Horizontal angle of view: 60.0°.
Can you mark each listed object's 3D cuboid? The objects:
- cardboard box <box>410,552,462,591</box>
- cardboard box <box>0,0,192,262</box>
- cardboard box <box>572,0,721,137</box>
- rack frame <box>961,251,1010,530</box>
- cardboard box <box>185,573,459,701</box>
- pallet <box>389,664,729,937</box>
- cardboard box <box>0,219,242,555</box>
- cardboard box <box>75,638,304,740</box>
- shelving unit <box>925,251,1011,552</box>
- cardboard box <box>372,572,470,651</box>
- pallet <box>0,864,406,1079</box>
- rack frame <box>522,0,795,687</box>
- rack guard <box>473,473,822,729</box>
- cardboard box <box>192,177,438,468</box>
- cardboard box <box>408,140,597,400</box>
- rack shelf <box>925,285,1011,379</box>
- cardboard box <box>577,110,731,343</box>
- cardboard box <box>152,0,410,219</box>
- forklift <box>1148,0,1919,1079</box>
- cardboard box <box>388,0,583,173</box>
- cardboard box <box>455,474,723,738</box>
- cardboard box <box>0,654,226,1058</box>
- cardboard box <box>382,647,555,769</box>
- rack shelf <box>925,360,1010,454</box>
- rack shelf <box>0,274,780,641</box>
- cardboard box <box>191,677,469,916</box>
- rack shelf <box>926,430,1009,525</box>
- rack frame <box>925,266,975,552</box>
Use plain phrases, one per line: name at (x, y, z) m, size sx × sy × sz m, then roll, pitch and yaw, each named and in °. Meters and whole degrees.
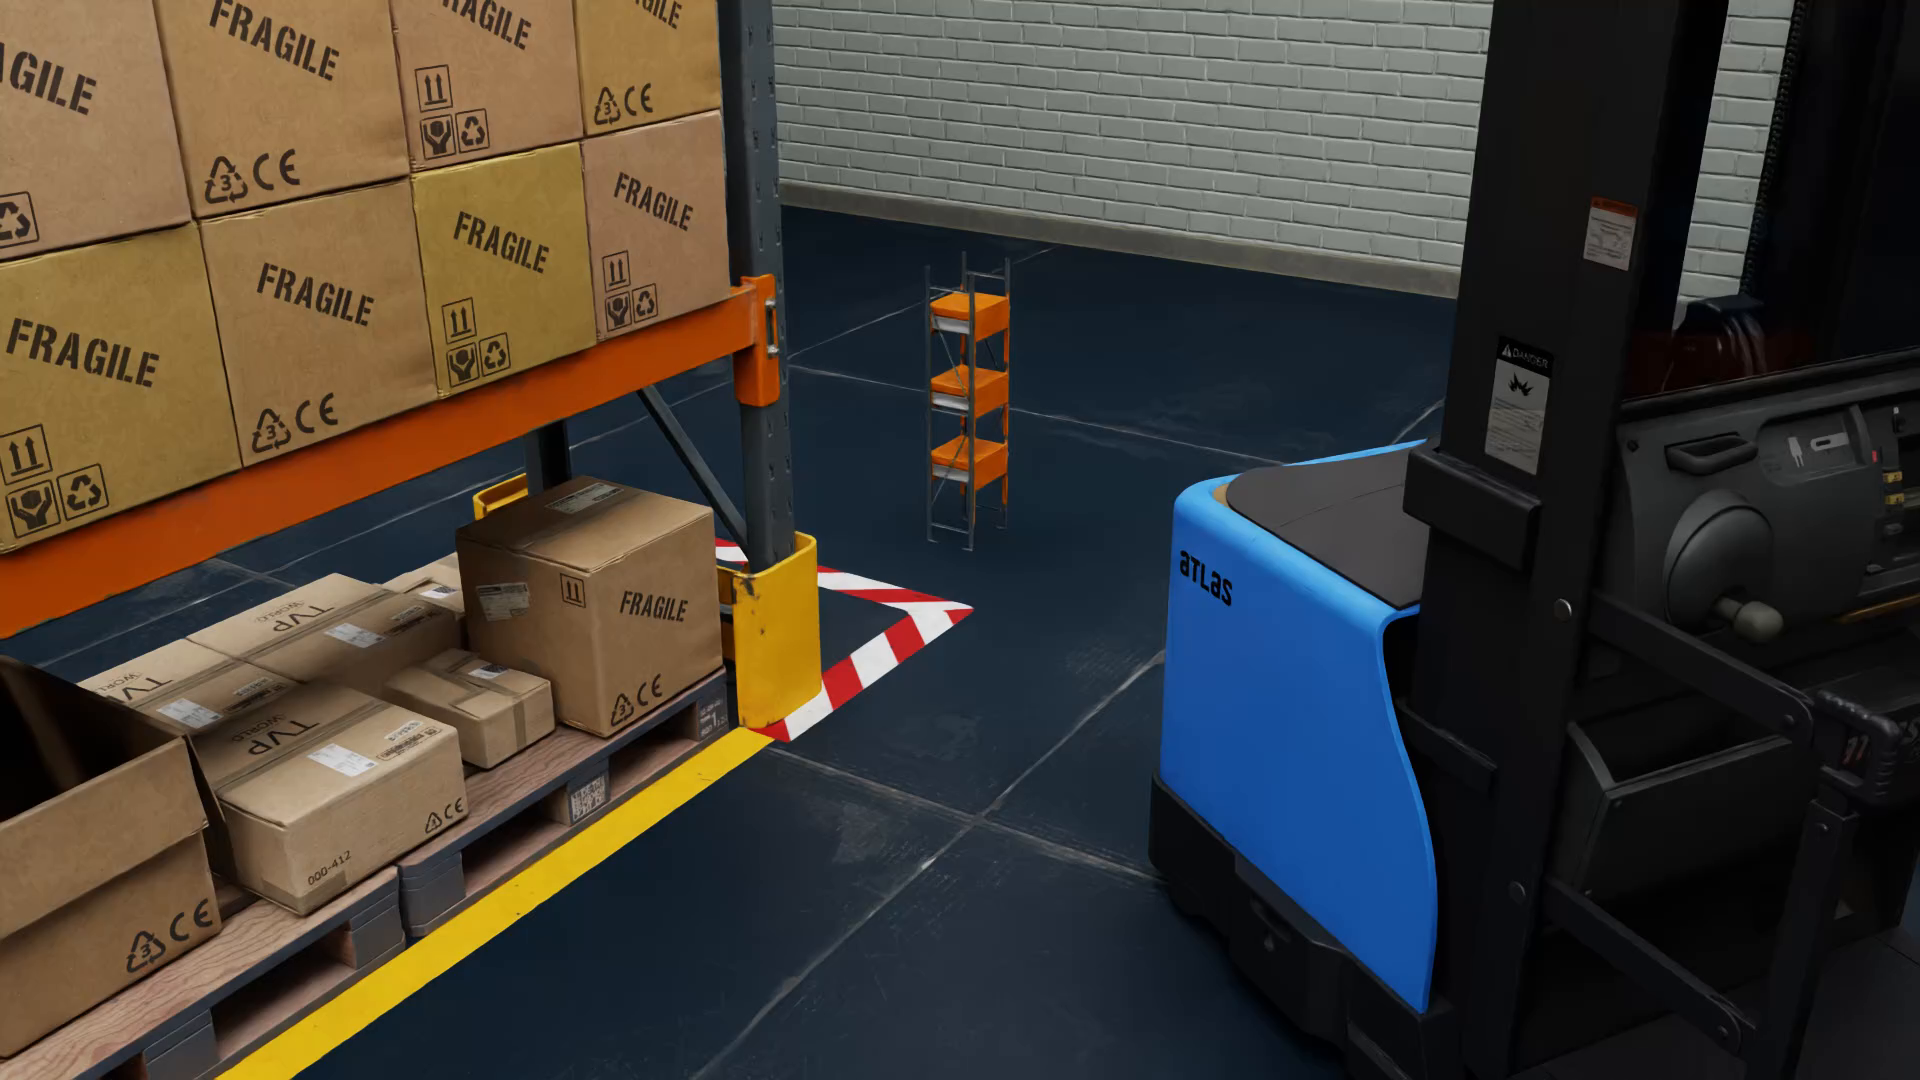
cardboard box at (-1.465, 0.165, 5.128) m, size 0.380 × 0.149 × 0.250 m, roll 14°, pitch 27°, yaw 29°
cardboard box at (-1.760, -0.788, 2.909) m, size 0.500 × 0.500 × 0.500 m, roll 15°, pitch 27°, yaw 31°
cardboard box at (-0.954, -1.308, 4.110) m, size 0.500 × 0.500 × 0.500 m, roll 14°, pitch 27°, yaw 29°
rack frame at (0.093, -0.541, 6.178) m, size 0.200 × 1.050 × 0.008 m, roll 14°, pitch 27°, yaw 29°
cardboard box at (-1.744, 0.342, 4.591) m, size 0.500 × 0.250 × 0.500 m, roll 14°, pitch 27°, yaw 29°
pallet at (-1.412, 0.564, 4.682) m, size 1.003 × 0.211 × 1.213 m, roll 14°, pitch 27°, yaw 29°
cardboard box at (-1.762, -0.335, 3.123) m, size 0.500 × 0.500 × 0.500 m, roll 13°, pitch 27°, yaw 28°
cardboard box at (-2.008, 0.511, 4.201) m, size 0.500 × 0.250 × 0.500 m, roll 14°, pitch 27°, yaw 29°
shelving unit at (0.028, -0.500, 6.083) m, size 0.215 × 1.050 × 0.252 m, roll 14°, pitch 27°, yaw 29°
cardboard box at (-1.597, 0.241, 4.929) m, size 0.380 × 0.166 × 0.250 m, roll 14°, pitch 27°, yaw 29°
pallet at (-2.057, 0.974, 3.734) m, size 1.003 × 0.211 × 1.213 m, roll 14°, pitch 27°, yaw 29°
rack frame at (-0.952, -1.011, 4.809) m, size 1.000 × 3.000 × 0.127 m, roll 14°, pitch 27°, yaw 29°
rack guard at (-0.992, 0.162, 5.246) m, size 1.175 × 0.500 × 0.348 m, roll 14°, pitch 27°, yaw 29°
cardboard box at (-1.496, -0.505, 3.516) m, size 0.500 × 0.500 × 0.500 m, roll 14°, pitch 27°, yaw 29°
cardboard box at (-1.228, -0.672, 3.902) m, size 0.500 × 0.500 × 0.500 m, roll 14°, pitch 27°, yaw 29°
rack shelf at (0.028, -0.751, 5.975) m, size 0.215 × 0.259 × 0.240 m, roll 14°, pitch 27°, yaw 29°
cardboard box at (-0.957, -0.848, 4.308) m, size 0.500 × 0.500 × 0.500 m, roll 15°, pitch 27°, yaw 31°
cardboard box at (-1.489, -0.961, 3.309) m, size 0.500 × 0.500 × 0.500 m, roll 15°, pitch 27°, yaw 30°
forklift at (1.569, -0.044, 2.663) m, size 1.130 × 2.935 × 3.031 m, roll -11°, pitch 26°, yaw -23°
cardboard box at (-1.219, -1.137, 3.716) m, size 0.500 × 0.500 × 0.500 m, roll 15°, pitch 27°, yaw 30°
cardboard box at (-1.030, 0.170, 4.675) m, size 0.500 × 0.500 × 0.500 m, roll 14°, pitch 27°, yaw 29°
cardboard box at (-2.076, 0.648, 3.566) m, size 0.797 × 0.503 × 0.637 m, roll 14°, pitch 27°, yaw 29°
cardboard box at (-1.320, 0.441, 4.469) m, size 0.380 × 0.166 × 0.250 m, roll 14°, pitch 27°, yaw 29°
rack shelf at (0.028, -0.490, 6.087) m, size 0.215 × 0.259 × 0.240 m, roll 14°, pitch 27°, yaw 29°
rack shelf at (-2.007, -0.005, 3.392) m, size 1.077 × 0.370 × 4.000 m, roll 14°, pitch 27°, yaw 29°
cardboard box at (-1.556, 0.599, 3.998) m, size 0.500 × 0.250 × 0.500 m, roll 14°, pitch 27°, yaw 29°
rack shelf at (0.028, -0.235, 6.198) m, size 0.215 × 0.259 × 0.240 m, roll 14°, pitch 27°, yaw 29°
rack frame at (-0.036, -0.459, 5.988) m, size 0.200 × 1.050 × 0.008 m, roll 14°, pitch 27°, yaw 29°
